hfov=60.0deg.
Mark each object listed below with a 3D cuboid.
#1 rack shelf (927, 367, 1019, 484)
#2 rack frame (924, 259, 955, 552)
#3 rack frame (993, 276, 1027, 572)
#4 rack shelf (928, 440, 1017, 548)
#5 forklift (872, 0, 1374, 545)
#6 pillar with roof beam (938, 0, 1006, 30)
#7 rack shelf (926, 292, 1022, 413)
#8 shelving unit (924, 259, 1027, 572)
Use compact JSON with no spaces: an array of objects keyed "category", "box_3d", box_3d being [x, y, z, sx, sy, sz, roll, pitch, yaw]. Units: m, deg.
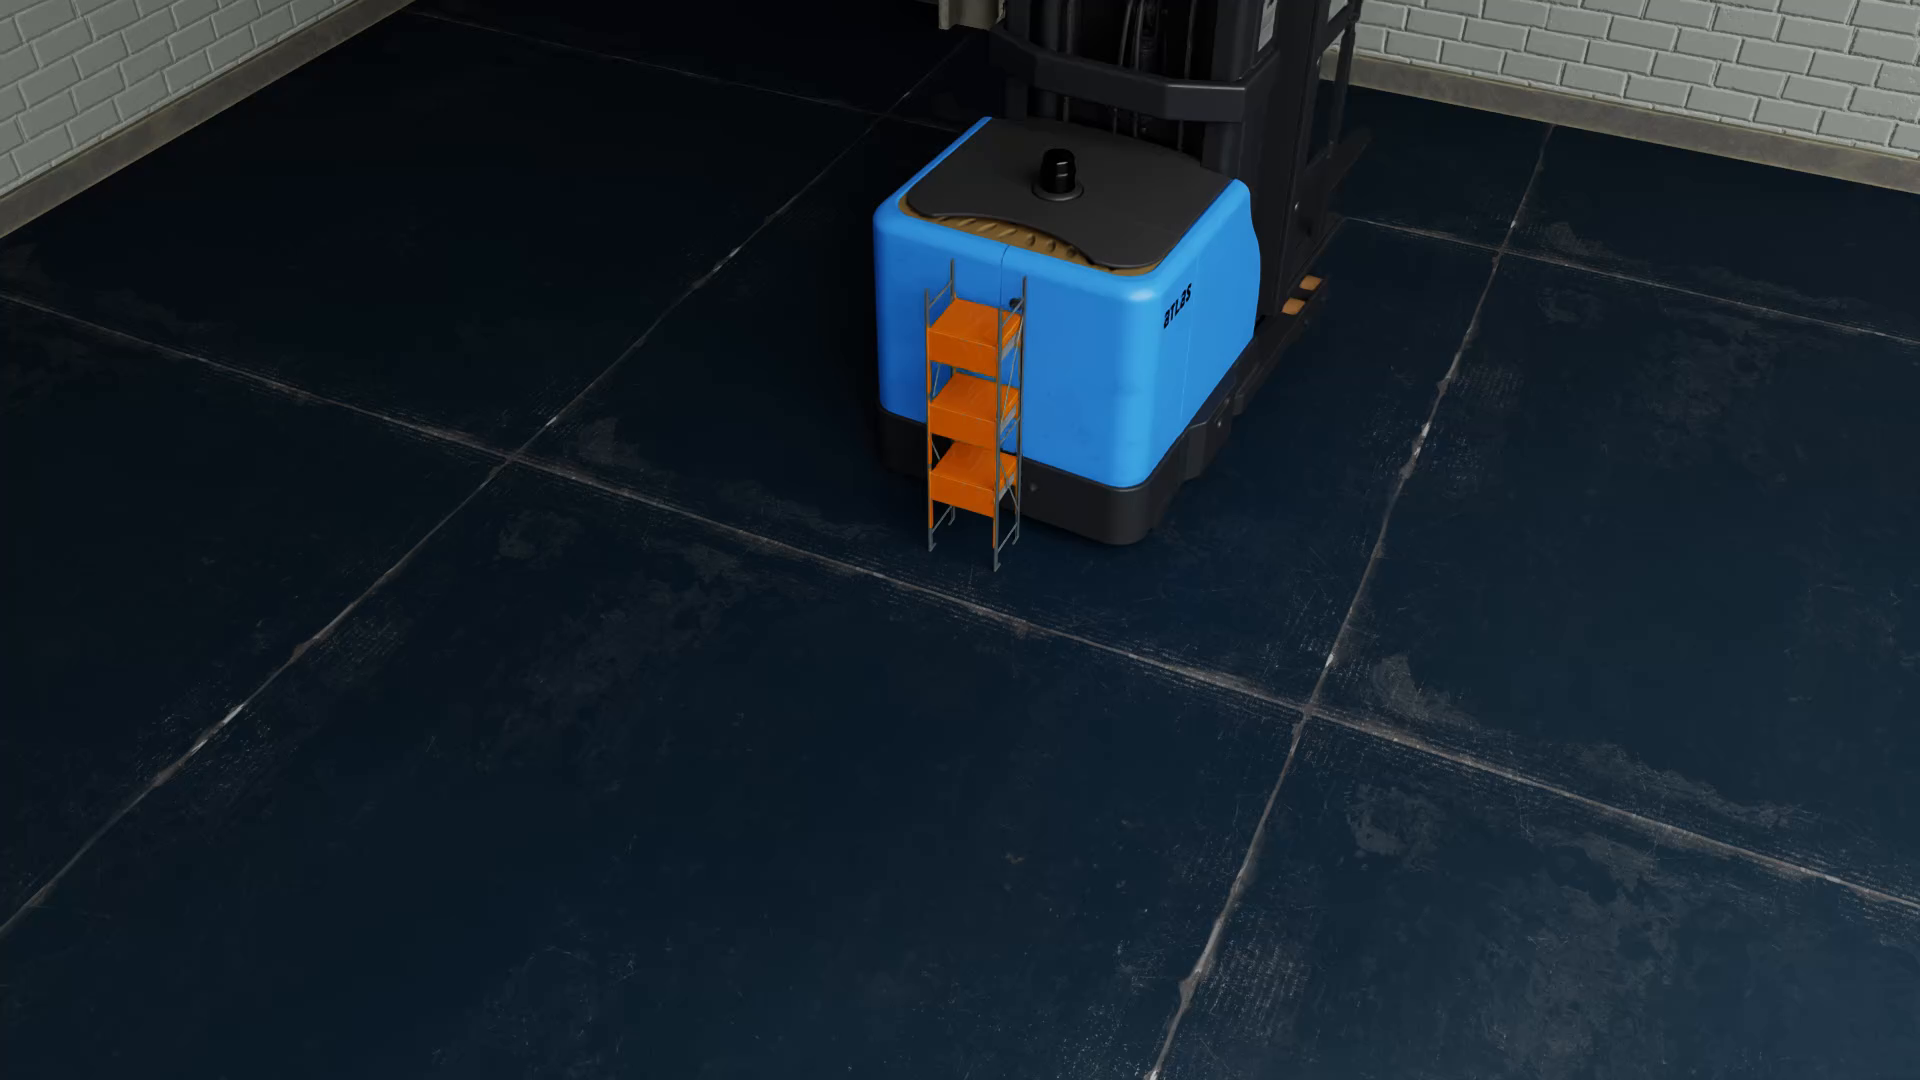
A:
[{"category":"rack shelf","box_3d":[0.049,-0.374,5.396,0.240,0.259,0.215,17,44,19]},{"category":"rack frame","box_3d":[-0.062,-0.416,5.428,0.008,1.050,0.200,17,44,19]},{"category":"rack frame","box_3d":[0.159,-0.348,5.350,0.008,1.050,0.200,17,44,19]},{"category":"rack shelf","box_3d":[0.048,-0.164,5.578,0.240,0.259,0.215,17,44,19]},{"category":"forklift","box_3d":[0.854,-2.043,5.869,1.130,2.935,3.031,20,45,21]},{"category":"pillar with roof beam","box_3d":[-1.694,-3.628,3.065,0.400,9.000,9.100,17,44,19]},{"category":"rack shelf","box_3d":[0.049,-0.588,5.210,0.240,0.259,0.215,17,44,19]},{"category":"shelving unit","box_3d":[0.049,-0.382,5.389,0.252,1.050,0.215,17,44,19]}]
